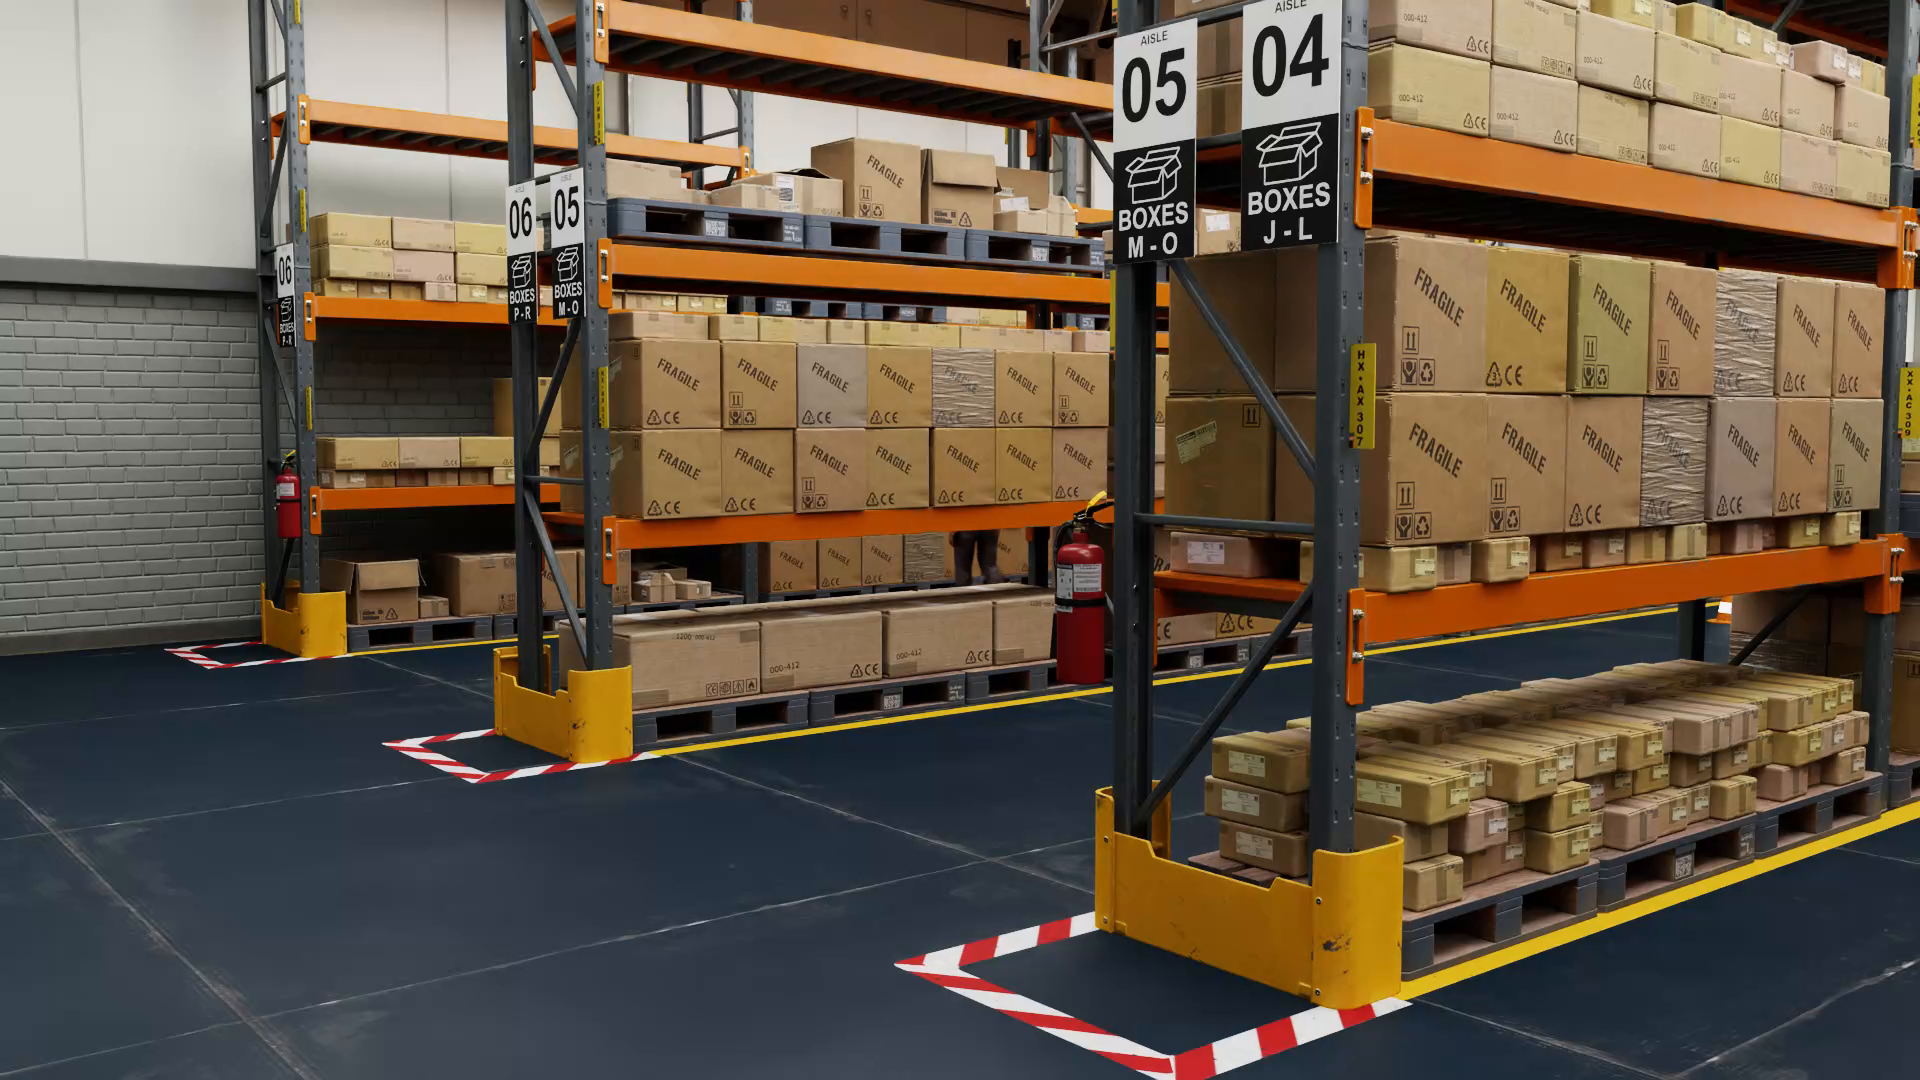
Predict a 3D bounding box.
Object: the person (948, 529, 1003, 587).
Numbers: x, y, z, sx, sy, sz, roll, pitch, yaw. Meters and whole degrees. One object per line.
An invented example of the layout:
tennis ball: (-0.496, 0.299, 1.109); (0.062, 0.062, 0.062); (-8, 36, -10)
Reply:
person: (0.129, -0.103, 15.165); (0.576, 1.746, 0.524); (-3, 5, -33)
